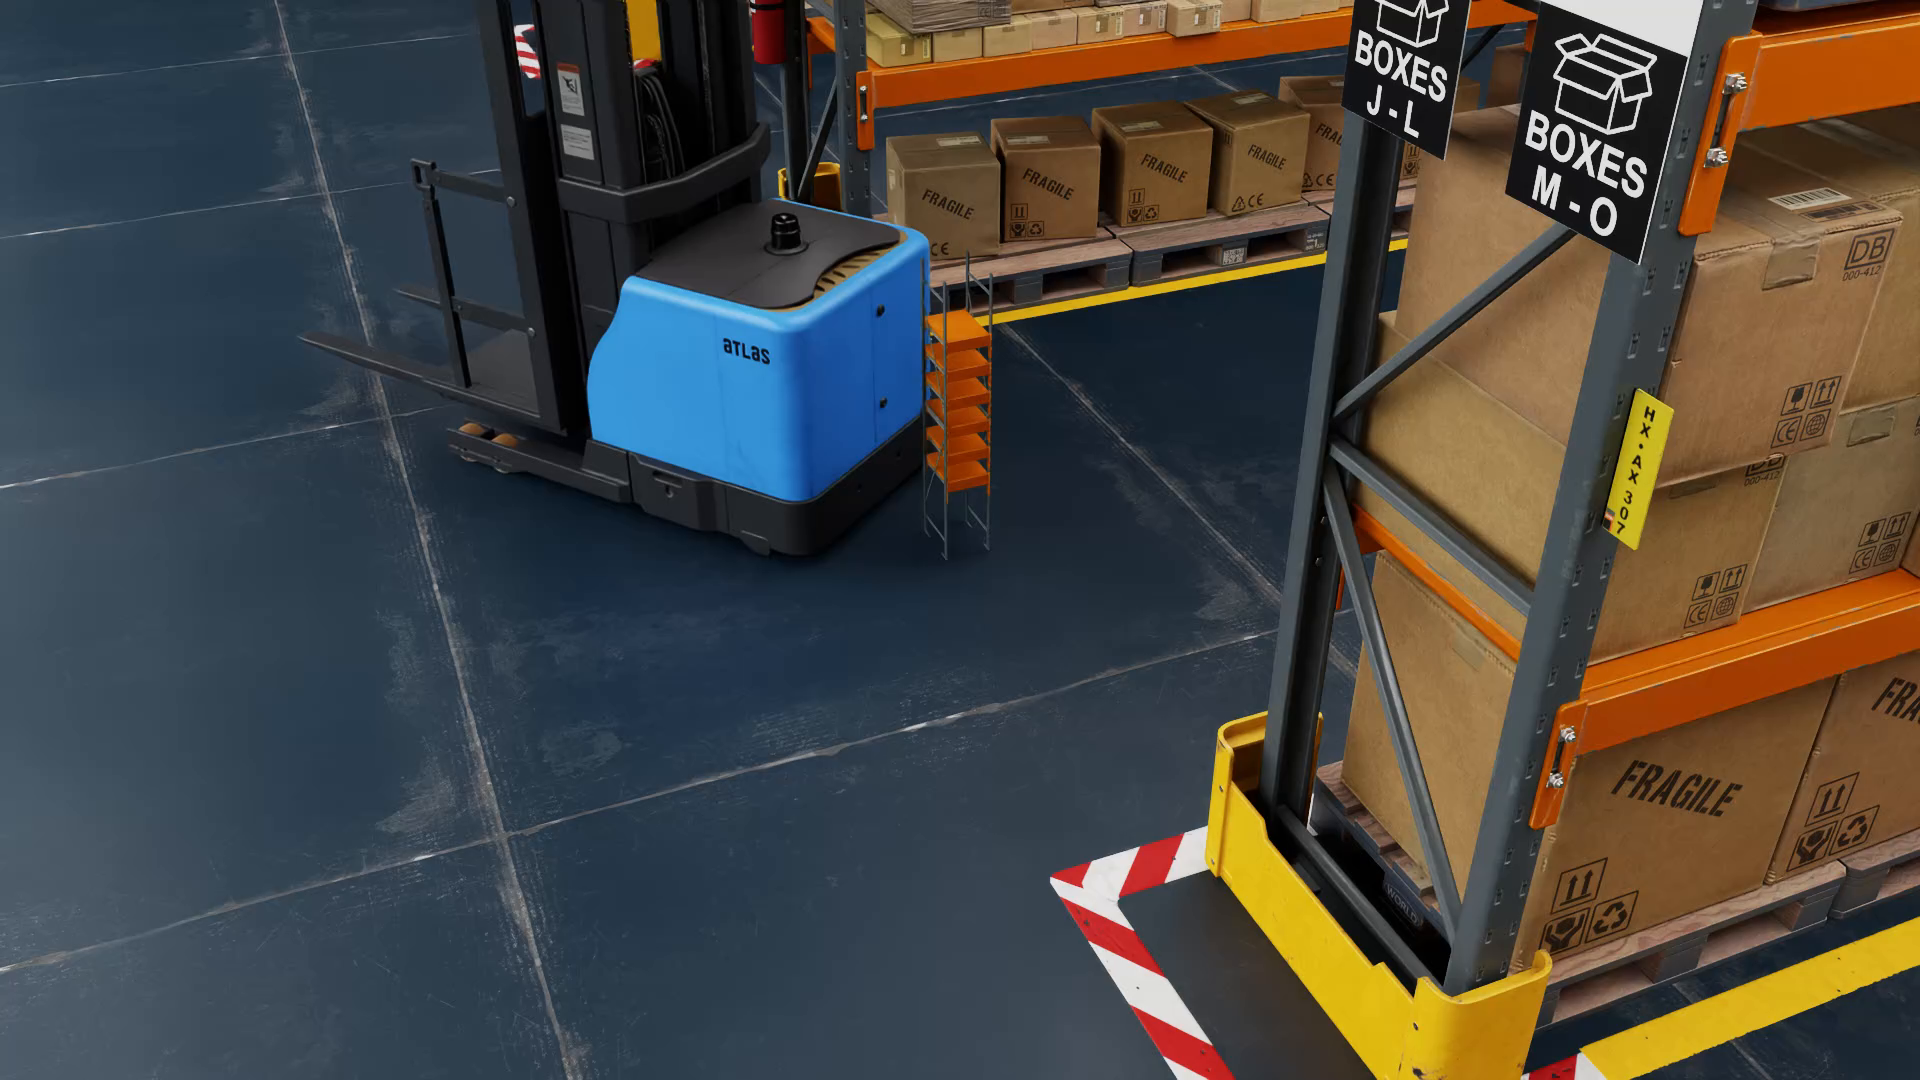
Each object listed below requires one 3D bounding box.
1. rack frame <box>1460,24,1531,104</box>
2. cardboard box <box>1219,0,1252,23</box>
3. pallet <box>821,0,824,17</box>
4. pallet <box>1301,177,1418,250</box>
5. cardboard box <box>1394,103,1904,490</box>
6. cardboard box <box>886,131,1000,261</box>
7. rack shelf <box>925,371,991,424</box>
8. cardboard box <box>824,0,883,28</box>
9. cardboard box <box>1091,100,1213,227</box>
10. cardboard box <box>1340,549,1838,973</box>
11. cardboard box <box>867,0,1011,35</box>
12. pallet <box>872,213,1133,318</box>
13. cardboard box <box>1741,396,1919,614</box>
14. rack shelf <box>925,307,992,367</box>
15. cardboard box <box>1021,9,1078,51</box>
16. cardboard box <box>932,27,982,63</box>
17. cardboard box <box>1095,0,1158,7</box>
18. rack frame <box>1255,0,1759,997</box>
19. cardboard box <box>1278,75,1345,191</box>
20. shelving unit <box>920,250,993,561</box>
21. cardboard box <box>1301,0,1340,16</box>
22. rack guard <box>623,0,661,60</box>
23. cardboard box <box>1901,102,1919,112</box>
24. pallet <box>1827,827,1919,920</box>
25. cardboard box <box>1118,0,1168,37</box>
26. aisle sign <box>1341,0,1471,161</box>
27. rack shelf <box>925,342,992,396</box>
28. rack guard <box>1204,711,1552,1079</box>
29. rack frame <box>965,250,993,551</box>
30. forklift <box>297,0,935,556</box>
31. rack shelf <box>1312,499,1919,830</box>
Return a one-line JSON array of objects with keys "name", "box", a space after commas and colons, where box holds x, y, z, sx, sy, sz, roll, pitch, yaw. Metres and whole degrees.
[{"name": "rack frame", "box": [3.015, -3.384, 9.200, 0.127, 3.000, 1.000, -13, 35, -19]}, {"name": "cardboard box", "box": [1.281, -2.762, 8.475, 0.250, 0.149, 0.380, -13, 35, -19]}, {"name": "pallet", "box": [-0.665, -4.325, 13.204, 1.213, 0.211, 1.003, -13, 35, -19]}, {"name": "pallet", "box": [2.409, -2.056, 9.716, 1.213, 0.211, 1.003, -13, 35, -19]}, {"name": "cardboard box", "box": [1.511, -0.598, 3.792, 0.550, 0.550, 0.875, -13, 35, -19]}, {"name": "cardboard box", "box": [-0.091, -1.791, 8.659, 0.500, 0.500, 0.500, -7, 34, -10]}, {"name": "rack shelf", "box": [-0.013, -0.563, 6.377, 0.180, 0.103, 0.258, -13, 35, -19]}, {"name": "cardboard box", "box": [-0.491, -2.598, 8.223, 0.250, 0.149, 0.380, -13, 35, -19]}, {"name": "cardboard box", "box": [1.031, -2.057, 9.068, 0.500, 0.500, 0.500, -10, 34, -14]}, {"name": "cardboard box", "box": [1.753, 0.514, 4.773, 0.875, 0.875, 0.875, -13, 35, -19]}, {"name": "cardboard box", "box": [-0.156, -2.808, 7.951, 0.500, 0.500, 0.875, -13, 35, -19]}, {"name": "pallet", "box": [0.159, -1.540, 8.924, 1.213, 0.211, 1.003, -13, 35, -19]}, {"name": "cardboard box", "box": [1.977, -0.315, 4.346, 0.550, 0.550, 0.875, -13, 35, -19]}, {"name": "rack shelf", "box": [-0.013, -0.764, 6.246, 0.180, 0.103, 0.258, -13, 35, -19]}, {"name": "cardboard box", "box": [0.378, -2.526, 8.112, 0.250, 0.149, 0.380, -13, 35, -19]}, {"name": "cardboard box", "box": [-0.081, -2.418, 7.946, 0.250, 0.149, 0.380, -13, 35, -19]}, {"name": "cardboard box", "box": [0.737, -3.058, 8.335, 0.500, 0.500, 0.875, -13, 35, -19]}, {"name": "rack frame", "box": [1.153, -0.024, 4.036, 0.127, 3.000, 1.000, -13, 35, -19]}, {"name": "cardboard box", "box": [2.105, -2.323, 9.477, 0.500, 0.500, 0.500, -2, 33, -4]}, {"name": "shelving unit", "box": [-0.013, -0.500, 6.418, 0.189, 1.200, 0.258, -13, 35, -19]}, {"name": "cardboard box", "box": [1.758, -2.846, 8.605, 0.250, 0.149, 0.380, -13, 35, -19]}, {"name": "rack guard", "box": [-2.539, -4.022, 12.473, 0.348, 0.500, 1.175, -13, 35, -19]}, {"name": "cardboard box", "box": [2.551, -0.811, 4.118, 0.550, 0.550, 0.875, -13, 35, -19]}, {"name": "pallet", "box": [2.984, 0.681, 5.510, 1.213, 0.211, 1.003, -13, 35, -19]}, {"name": "cardboard box", "box": [0.831, -2.642, 8.290, 0.250, 0.149, 0.380, -13, 35, -19]}, {"name": "aisle sign", "box": [0.972, -1.250, 3.536, 0.004, 0.787, 0.394, -13, 35, -19]}, {"name": "rack shelf", "box": [-0.013, -0.664, 6.311, 0.180, 0.103, 0.258, -13, 35, -19]}, {"name": "rack guard", "box": [1.131, 1.029, 4.710, 0.348, 0.500, 1.175, -13, 35, -19]}, {"name": "rack frame", "box": [0.071, -0.519, 6.448, 0.006, 1.200, 0.240, -13, 35, -19]}, {"name": "forklift", "box": [-1.642, -1.747, 6.747, 3.031, 2.935, 1.130, 18, 37, 25]}, {"name": "rack shelf", "box": [2.997, -0.145, 4.882, 4.000, 0.370, 1.077, -13, 35, -19]}]
